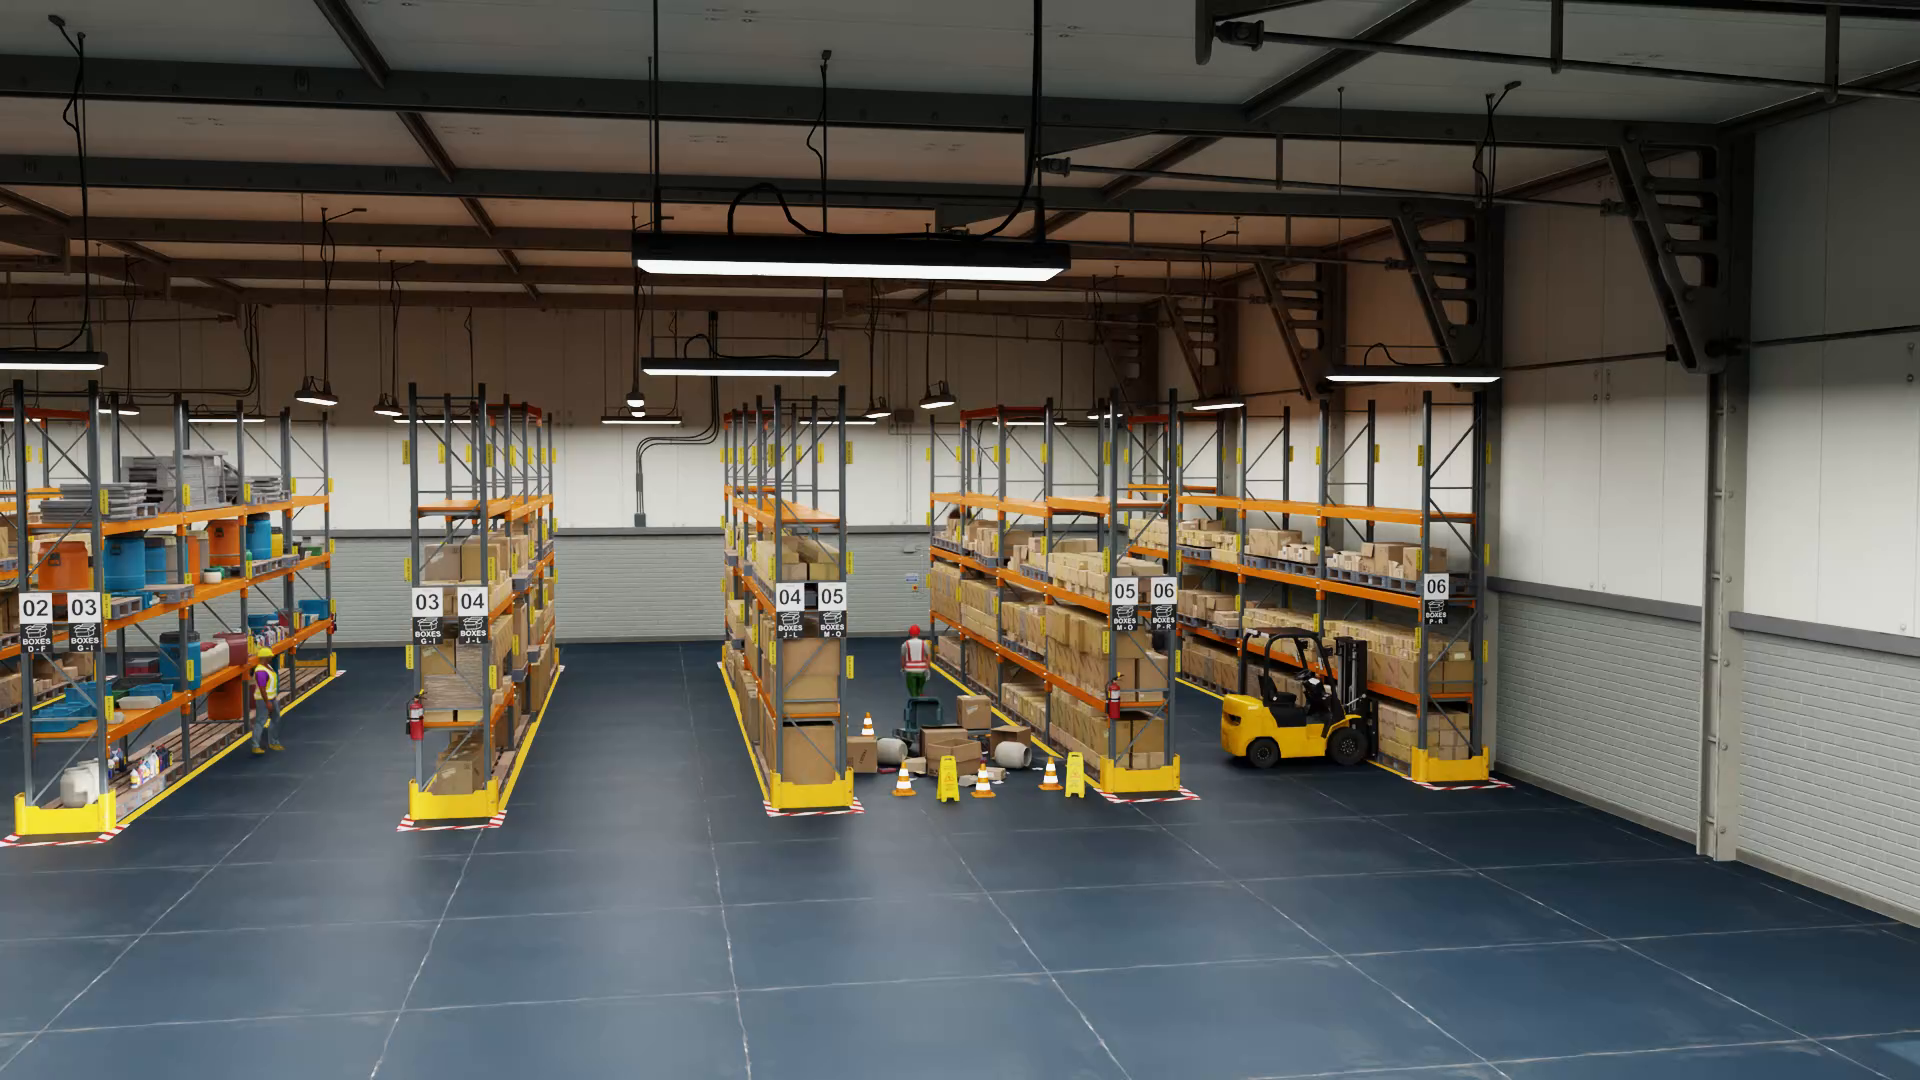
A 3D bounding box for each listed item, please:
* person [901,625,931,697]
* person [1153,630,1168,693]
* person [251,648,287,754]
[{"bbox_3d":[-0.865,2.508,31.491,0.533,1.821,0.580,-1,3,-21],"label":"person"},{"bbox_3d":[4.266,2.353,35.248,0.406,1.719,0.629,-1,3,-11],"label":"person"},{"bbox_3d":[-11.686,2.719,28.035,0.453,1.815,0.667,0,3,-1],"label":"person"}]
